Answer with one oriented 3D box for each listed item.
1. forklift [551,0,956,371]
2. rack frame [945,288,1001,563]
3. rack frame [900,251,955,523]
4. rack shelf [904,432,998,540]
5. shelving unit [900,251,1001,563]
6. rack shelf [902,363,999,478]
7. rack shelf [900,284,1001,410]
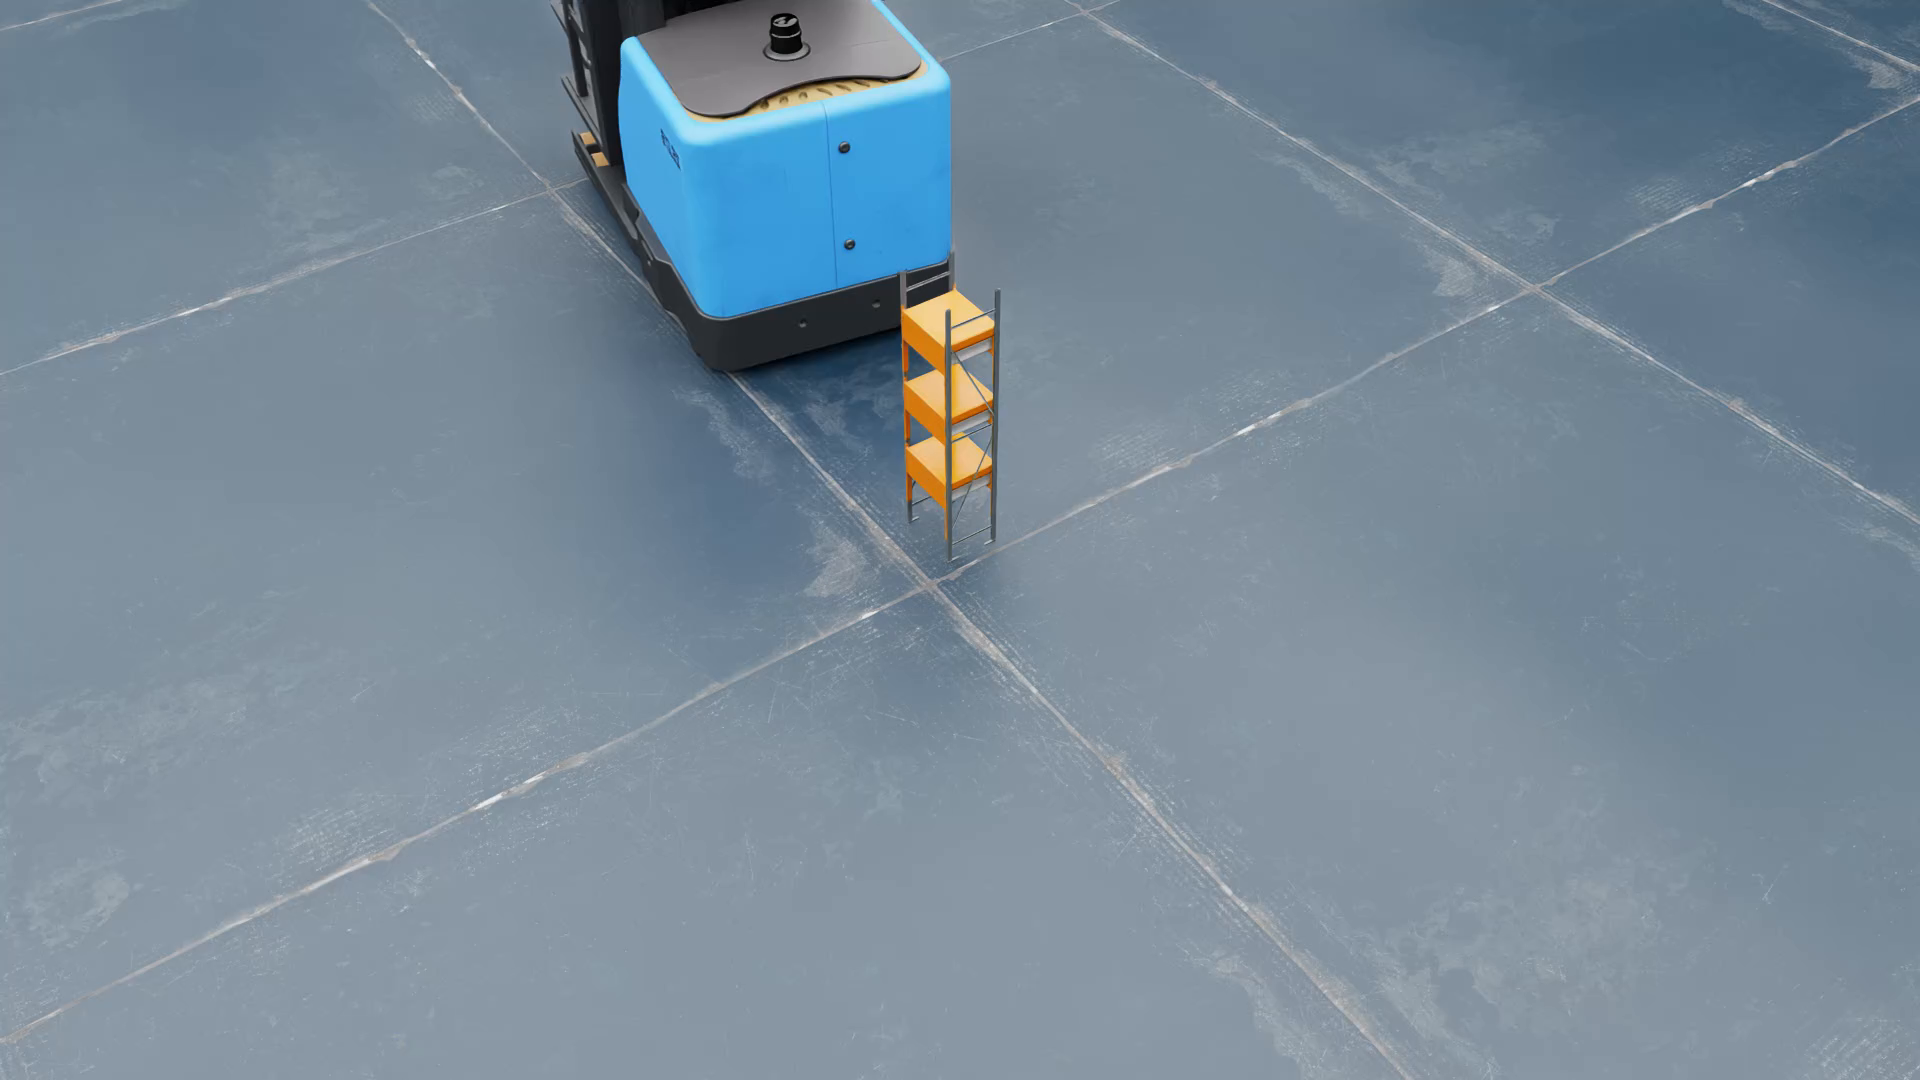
[{"bbox_3d":[-1.089,-2.726,6.483,1.130,2.935,3.031,-18,46,-17],"label":"forklift"},{"bbox_3d":[0.039,-0.341,5.347,0.200,1.050,0.008,-26,49,-24],"label":"rack frame"},{"bbox_3d":[-0.100,-0.479,5.492,0.200,1.050,0.008,-26,49,-24],"label":"rack frame"},{"bbox_3d":[-0.031,-0.201,5.618,0.215,0.259,0.240,-26,49,-24],"label":"rack shelf"},{"bbox_3d":[-0.031,-0.410,5.419,0.215,1.050,0.252,-26,49,-24],"label":"shelving unit"},{"bbox_3d":[-0.031,-0.402,5.427,0.215,0.259,0.240,-26,49,-24],"label":"rack shelf"},{"bbox_3d":[-0.031,-0.608,5.231,0.215,0.259,0.240,-26,49,-24],"label":"rack shelf"}]
